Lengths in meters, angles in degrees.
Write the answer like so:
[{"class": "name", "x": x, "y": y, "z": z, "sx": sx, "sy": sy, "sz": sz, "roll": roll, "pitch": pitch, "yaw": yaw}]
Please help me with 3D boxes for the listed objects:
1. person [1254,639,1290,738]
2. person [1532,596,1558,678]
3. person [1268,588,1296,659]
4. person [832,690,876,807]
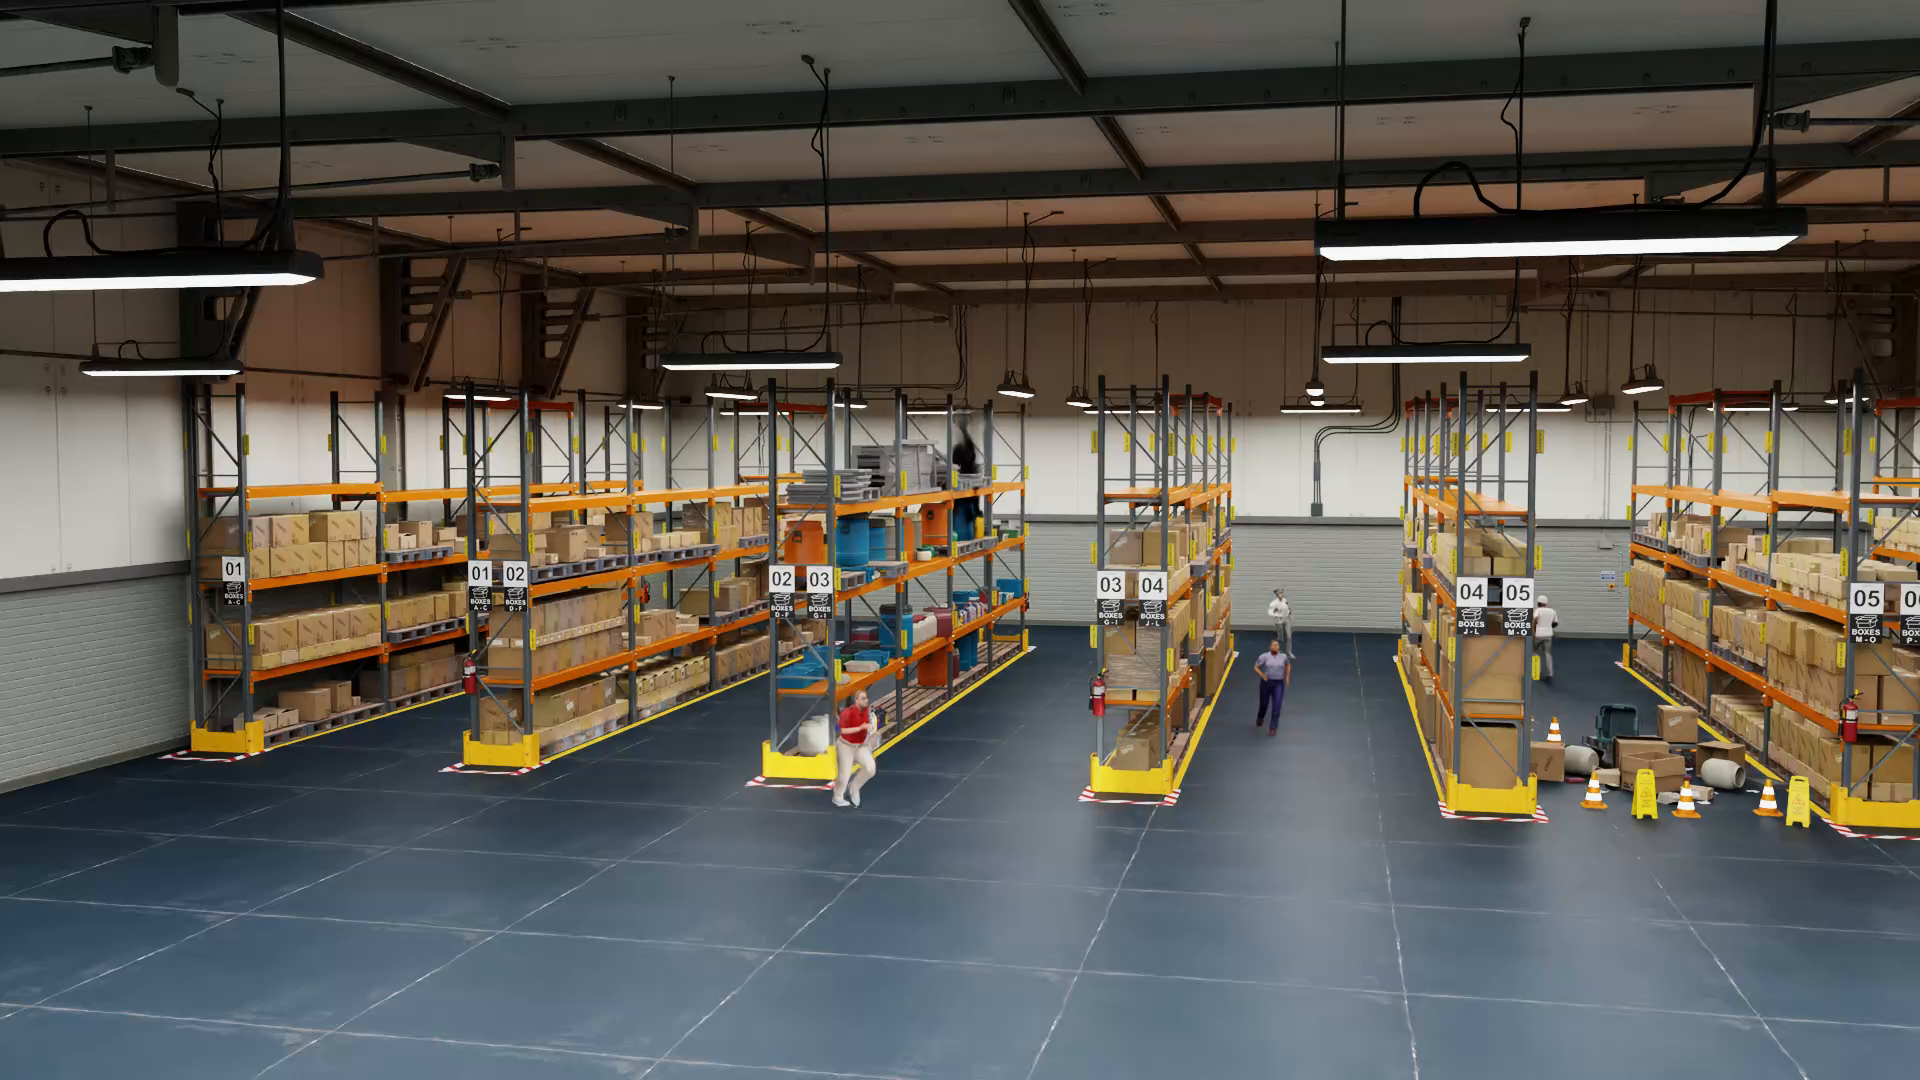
[{"class": "person", "x": 5.424, "y": 2.535, "z": 28.818, "sx": 0.643, "sy": 1.641, "sz": 0.959, "roll": 0, "pitch": 3, "yaw": 3}, {"class": "person", "x": 12.444, "y": 2.096, "z": 35.491, "sx": 0.630, "sy": 1.811, "sz": 0.827, "roll": 0, "pitch": 3, "yaw": 1}, {"class": "person", "x": 7.545, "y": 1.943, "z": 39.210, "sx": 0.655, "sy": 1.659, "sz": 0.814, "roll": -1, "pitch": 4, "yaw": -22}, {"class": "person", "x": -1.440, "y": 2.854, "z": 22.738, "sx": 0.641, "sy": 1.646, "sz": 0.869, "roll": -3, "pitch": 5, "yaw": -43}]
